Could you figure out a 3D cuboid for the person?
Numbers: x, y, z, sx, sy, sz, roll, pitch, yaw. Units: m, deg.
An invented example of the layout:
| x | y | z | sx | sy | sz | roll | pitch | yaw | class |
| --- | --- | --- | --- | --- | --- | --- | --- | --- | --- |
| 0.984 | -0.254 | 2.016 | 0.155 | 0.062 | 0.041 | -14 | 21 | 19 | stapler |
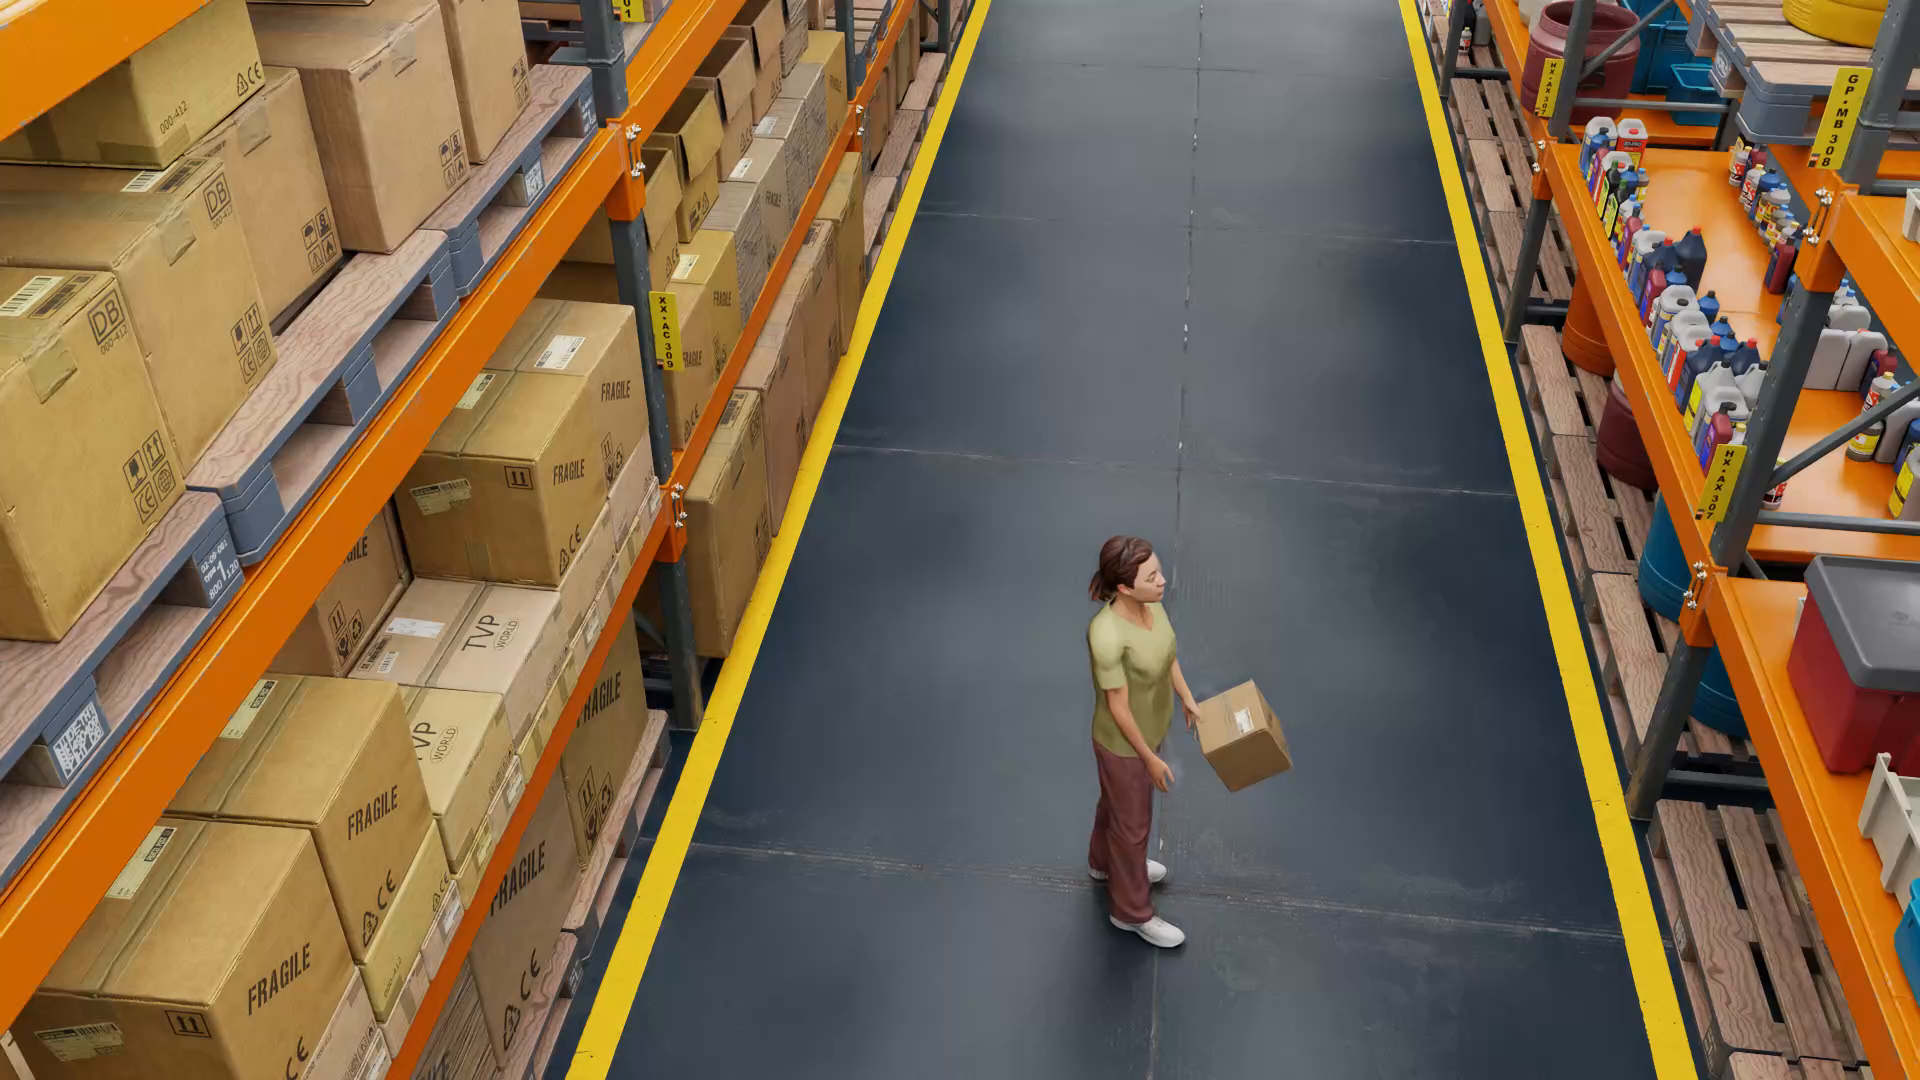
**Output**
| x | y | z | sx | sy | sz | roll | pitch | yaw | class |
| --- | --- | --- | --- | --- | --- | --- | --- | --- | --- |
| 0.698 | 0.714 | 6.066 | 0.528 | 1.665 | 0.472 | 17 | 39 | 21 | person |
